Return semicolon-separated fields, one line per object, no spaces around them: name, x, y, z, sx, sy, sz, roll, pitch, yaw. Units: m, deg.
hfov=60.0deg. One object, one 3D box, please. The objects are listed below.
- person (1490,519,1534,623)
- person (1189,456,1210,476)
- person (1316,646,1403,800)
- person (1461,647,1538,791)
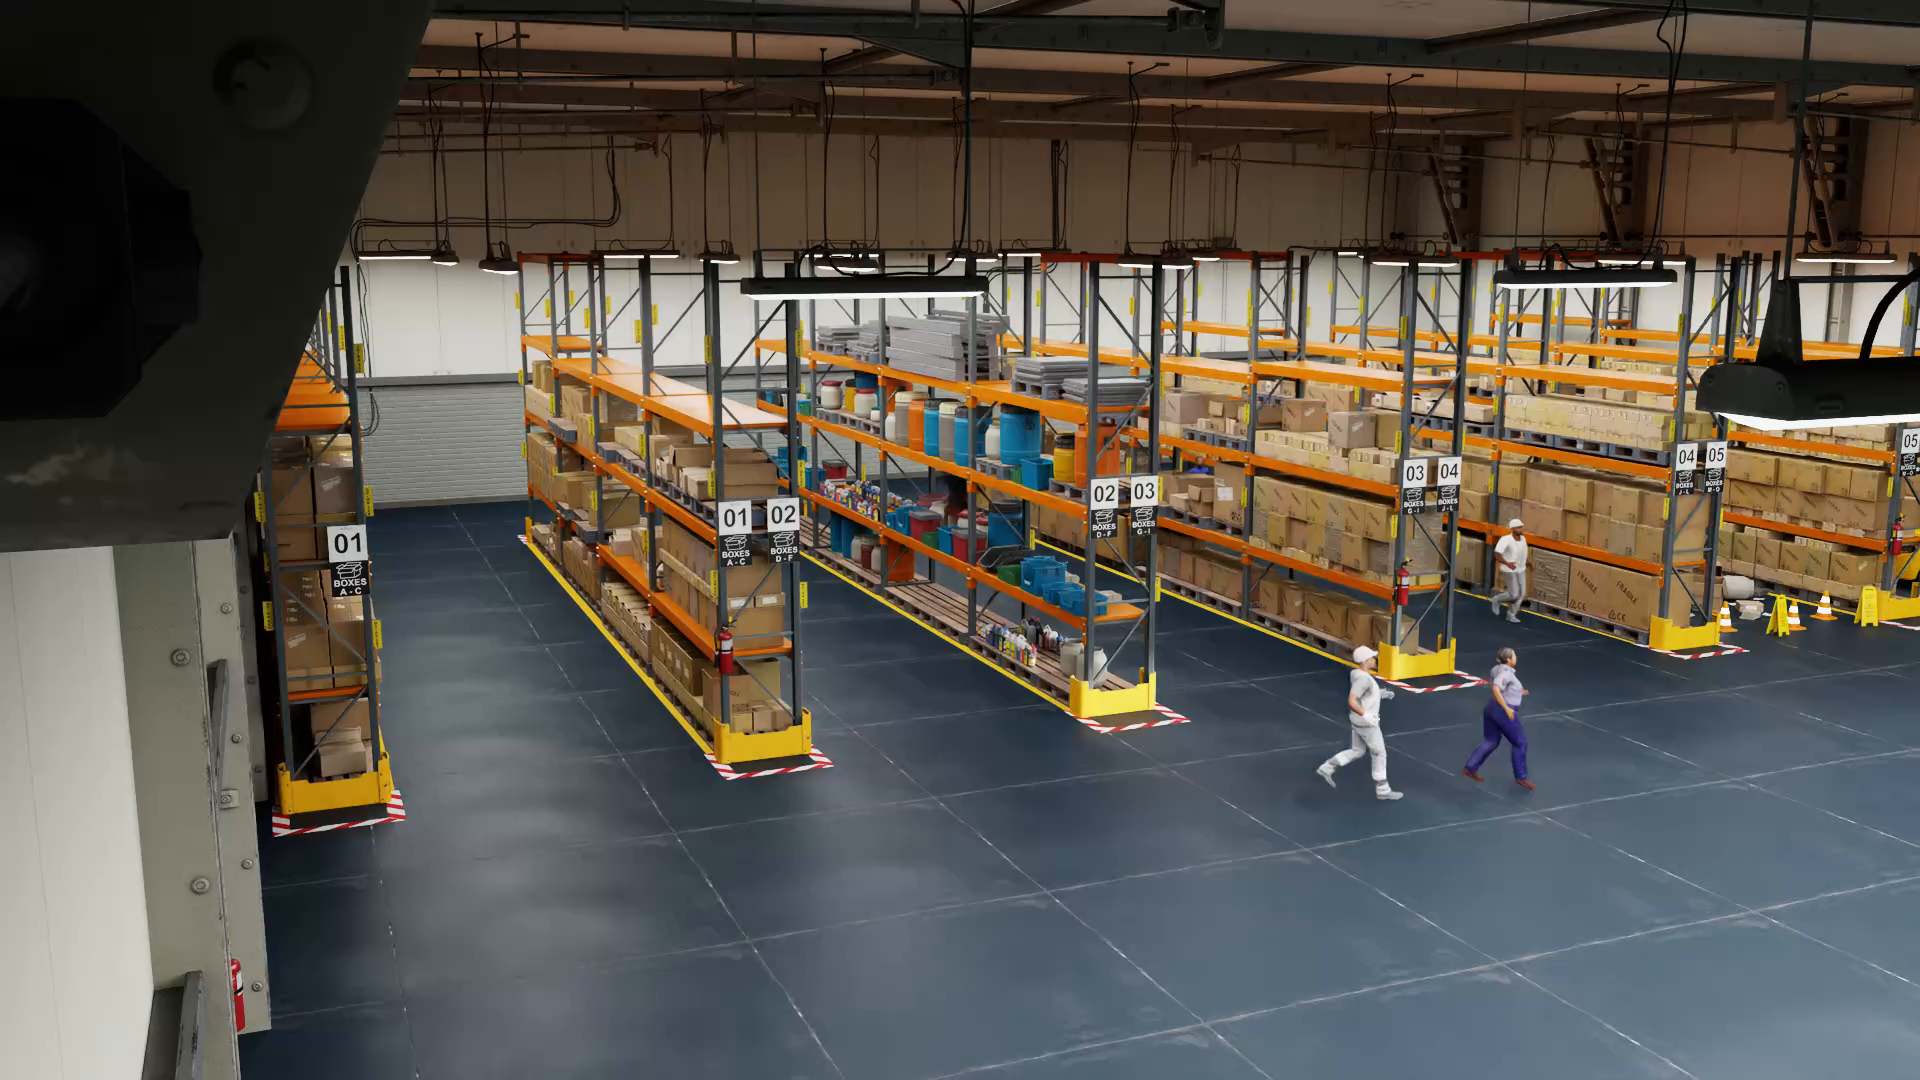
person;9.137;0.497;27.536;0.690;1.721;0.606;-6;12;-29
person;5.227;-1.019;36.172;0.581;1.621;0.492;-3;11;-17
person;4.547;2.062;18.773;0.973;1.767;0.666;0;10;2
person;6.262;2.062;19.218;0.840;1.667;0.613;-2;10;-8
